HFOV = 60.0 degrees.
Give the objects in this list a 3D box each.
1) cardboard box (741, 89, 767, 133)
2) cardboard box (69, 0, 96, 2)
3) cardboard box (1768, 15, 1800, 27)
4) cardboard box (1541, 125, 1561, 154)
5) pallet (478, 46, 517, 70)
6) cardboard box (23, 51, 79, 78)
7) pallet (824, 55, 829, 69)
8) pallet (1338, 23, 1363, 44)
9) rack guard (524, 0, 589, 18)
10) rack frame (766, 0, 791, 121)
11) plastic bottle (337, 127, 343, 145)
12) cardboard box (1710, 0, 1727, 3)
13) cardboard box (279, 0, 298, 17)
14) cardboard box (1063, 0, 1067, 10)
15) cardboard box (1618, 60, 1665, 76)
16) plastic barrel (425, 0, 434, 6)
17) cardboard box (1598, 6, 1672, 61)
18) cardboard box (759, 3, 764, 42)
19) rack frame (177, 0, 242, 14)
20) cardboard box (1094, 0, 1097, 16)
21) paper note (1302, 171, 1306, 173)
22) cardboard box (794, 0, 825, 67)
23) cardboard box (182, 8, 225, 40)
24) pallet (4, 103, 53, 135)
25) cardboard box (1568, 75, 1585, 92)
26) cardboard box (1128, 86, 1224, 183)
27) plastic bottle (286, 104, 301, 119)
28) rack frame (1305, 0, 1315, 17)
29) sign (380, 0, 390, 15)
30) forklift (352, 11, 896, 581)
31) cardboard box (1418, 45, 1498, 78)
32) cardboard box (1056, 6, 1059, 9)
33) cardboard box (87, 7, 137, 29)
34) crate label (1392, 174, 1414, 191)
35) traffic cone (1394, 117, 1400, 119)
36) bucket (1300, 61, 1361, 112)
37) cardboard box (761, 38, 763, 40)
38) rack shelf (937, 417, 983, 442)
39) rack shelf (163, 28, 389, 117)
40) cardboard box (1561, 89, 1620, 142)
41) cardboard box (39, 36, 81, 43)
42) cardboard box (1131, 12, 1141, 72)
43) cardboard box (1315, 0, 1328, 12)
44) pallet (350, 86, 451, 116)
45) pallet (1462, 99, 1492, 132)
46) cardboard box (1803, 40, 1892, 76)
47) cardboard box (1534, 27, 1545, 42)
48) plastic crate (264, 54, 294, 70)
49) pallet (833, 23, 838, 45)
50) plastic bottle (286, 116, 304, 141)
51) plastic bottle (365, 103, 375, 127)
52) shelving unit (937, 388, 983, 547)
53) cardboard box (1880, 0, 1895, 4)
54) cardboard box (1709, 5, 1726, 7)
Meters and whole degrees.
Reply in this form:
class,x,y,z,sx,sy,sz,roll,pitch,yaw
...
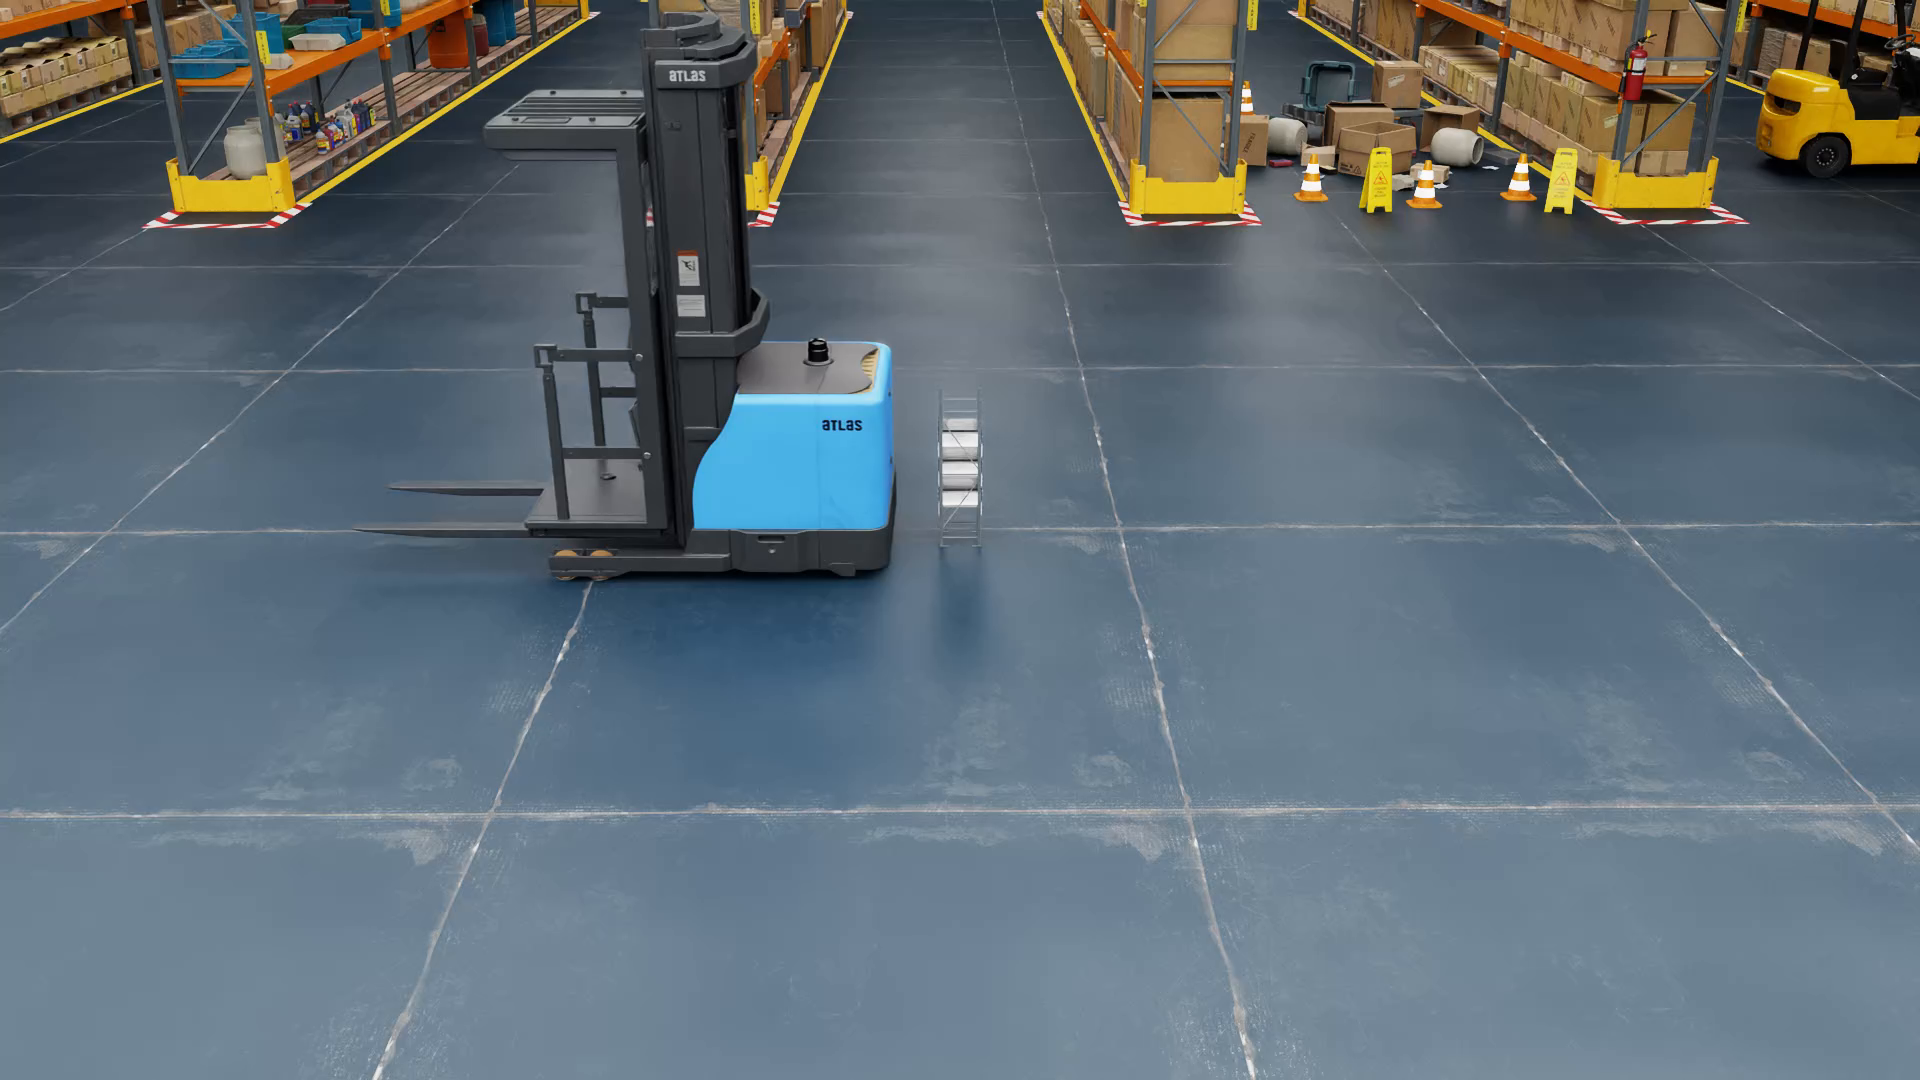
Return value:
class,x,y,z,sx,sy,sz,roll,pitch,yaw
cardboard box,-2.666,-5.143,20.006,0.500,0.500,0.500,8,25,16
cardboard box,-12.307,-7.613,23.248,0.380,0.149,0.250,0,24,-1
cardboard box,12.515,-7.882,25.275,0.380,0.149,0.250,0,24,1
cardboard box,7.022,-4.588,19.080,0.500,0.250,0.500,-1,24,-2
pallet,-7.701,-7.673,26.460,1.003,0.211,1.213,0,24,-1
cardboard box,-12.323,-6.448,22.513,0.500,0.311,0.500,0,24,1
pallet,-2.631,-7.696,26.510,1.003,0.211,1.213,0,24,-1
pallet,7.248,-8.876,29.119,1.003,0.211,1.213,0,24,-1
rack guard,-7.741,-10.285,31.884,1.175,0.500,0.348,0,24,-1
rack frame,-2.644,-6.492,20.464,1.000,3.000,0.127,0,24,-1
plastic bottle,-7.267,-4.719,19.405,0.097,0.201,0.097,0,24,0
cardboard box,12.483,-8.740,27.172,0.380,0.149,0.250,-1,24,-3
cardboard box,-12.448,-9.727,30.419,0.500,0.250,0.500,0,24,-1
cardboard box,1.973,-8.857,27.308,0.500,0.250,0.500,-1,24,-3
cardboard box,7.091,-4.927,17.308,0.380,0.149,0.250,1,24,1
plastic barrel,-7.411,-7.572,22.717,0.421,0.512,0.421,0,24,0
cardboard box,7.028,-5.292,17.328,0.500,0.500,0.500,-1,24,-1
cardboard box,-2.660,-5.869,18.605,0.875,0.500,0.500,0,24,-1
rack frame,-12.637,-9.745,27.657,1.000,3.000,0.127,0,24,-1
cardboard box,2.033,-7.148,21.794,0.500,0.500,0.500,0,24,0
paper note,3.960,-4.228,19.086,0.032,0.001,0.123,13,27,27
cardboard box,-2.674,-7.648,25.088,1.225,0.875,0.875,-1,24,-3
cardboard box,-12.348,-8.401,27.185,0.500,0.500,0.500,0,24,0
pallet,-12.597,-5.482,21.614,1.003,0.211,1.213,0,24,-1
cardboard box,6.969,-5.047,18.400,0.380,0.149,0.250,0,24,0
cardboard box,2.287,-4.327,17.745,0.875,0.875,0.875,0,24,0
plastic bottle,-8.001,-5.051,19.958,0.144,0.351,0.185,-1,24,-3
rack frame,7.135,-11.481,31.495,1.000,3.000,0.127,0,24,-1
sign,-7.046,-6.594,20.353,0.100,0.325,0.005,0,24,-1
forklift,-1.906,-1.326,9.126,3.031,2.935,1.130,0,24,1
cardboard box,7.218,-6.946,24.147,0.950,0.372,0.625,-2,24,-4
cardboard box,1.965,-9.799,30.366,0.380,0.149,0.250,-1,24,-3
cardboard box,-12.843,-7.908,25.184,0.500,0.250,0.500,1,24,1
crate label,4.838,-3.934,18.282,0.250,0.136,0.298,-14,28,-28
traffic cone,5.852,-5.885,22.201,0.336,0.463,0.334,0,24,-1
bucket,4.624,-5.628,20.681,0.726,0.611,0.620,8,16,18
cardboard box,-2.420,-5.569,18.727,0.380,0.149,0.250,0,24,-1
rack shelf,0.000,-0.629,9.474,0.258,0.077,0.200,0,24,-1
rack shelf,-7.575,-5.318,18.741,1.077,0.370,4.000,0,24,-1
cardboard box,7.030,-4.712,18.446,0.500,0.500,0.500,1,24,1
cardboard box,-12.881,-7.074,23.897,0.500,0.311,0.500,1,24,1
cardboard box,2.283,-5.272,17.584,0.875,0.550,0.550,0,24,-1
cardboard box,7.242,-10.234,31.336,0.875,0.438,0.875,-1,24,-2
pallet,-7.660,-6.026,22.818,1.003,0.211,1.213,0,24,-1
pallet,7.255,-5.587,21.846,1.003,0.211,1.213,0,24,-1
cardboard box,12.201,-6.514,22.885,0.875,0.625,0.625,-1,24,-3
cardboard box,7.004,-5.975,19.627,0.380,0.149,0.250,0,24,1
plastic crate,-7.241,-5.071,17.643,0.298,0.136,0.250,0,24,-1
pallet,-2.661,-8.831,29.021,1.003,0.211,1.213,0,24,-1
plastic bottle,-7.848,-4.853,19.611,0.152,0.276,0.135,0,24,-1
plastic bottle,-7.262,-5.236,20.449,0.061,0.283,0.133,1,24,2
shelving unit,0.000,-0.413,9.572,0.258,0.900,0.210,0,24,-1
cardboard box,11.968,-6.921,20.988,0.500,0.250,0.500,-1,24,-2
cardboard box,11.988,-8.407,26.434,0.380,0.149,0.250,0,24,0
